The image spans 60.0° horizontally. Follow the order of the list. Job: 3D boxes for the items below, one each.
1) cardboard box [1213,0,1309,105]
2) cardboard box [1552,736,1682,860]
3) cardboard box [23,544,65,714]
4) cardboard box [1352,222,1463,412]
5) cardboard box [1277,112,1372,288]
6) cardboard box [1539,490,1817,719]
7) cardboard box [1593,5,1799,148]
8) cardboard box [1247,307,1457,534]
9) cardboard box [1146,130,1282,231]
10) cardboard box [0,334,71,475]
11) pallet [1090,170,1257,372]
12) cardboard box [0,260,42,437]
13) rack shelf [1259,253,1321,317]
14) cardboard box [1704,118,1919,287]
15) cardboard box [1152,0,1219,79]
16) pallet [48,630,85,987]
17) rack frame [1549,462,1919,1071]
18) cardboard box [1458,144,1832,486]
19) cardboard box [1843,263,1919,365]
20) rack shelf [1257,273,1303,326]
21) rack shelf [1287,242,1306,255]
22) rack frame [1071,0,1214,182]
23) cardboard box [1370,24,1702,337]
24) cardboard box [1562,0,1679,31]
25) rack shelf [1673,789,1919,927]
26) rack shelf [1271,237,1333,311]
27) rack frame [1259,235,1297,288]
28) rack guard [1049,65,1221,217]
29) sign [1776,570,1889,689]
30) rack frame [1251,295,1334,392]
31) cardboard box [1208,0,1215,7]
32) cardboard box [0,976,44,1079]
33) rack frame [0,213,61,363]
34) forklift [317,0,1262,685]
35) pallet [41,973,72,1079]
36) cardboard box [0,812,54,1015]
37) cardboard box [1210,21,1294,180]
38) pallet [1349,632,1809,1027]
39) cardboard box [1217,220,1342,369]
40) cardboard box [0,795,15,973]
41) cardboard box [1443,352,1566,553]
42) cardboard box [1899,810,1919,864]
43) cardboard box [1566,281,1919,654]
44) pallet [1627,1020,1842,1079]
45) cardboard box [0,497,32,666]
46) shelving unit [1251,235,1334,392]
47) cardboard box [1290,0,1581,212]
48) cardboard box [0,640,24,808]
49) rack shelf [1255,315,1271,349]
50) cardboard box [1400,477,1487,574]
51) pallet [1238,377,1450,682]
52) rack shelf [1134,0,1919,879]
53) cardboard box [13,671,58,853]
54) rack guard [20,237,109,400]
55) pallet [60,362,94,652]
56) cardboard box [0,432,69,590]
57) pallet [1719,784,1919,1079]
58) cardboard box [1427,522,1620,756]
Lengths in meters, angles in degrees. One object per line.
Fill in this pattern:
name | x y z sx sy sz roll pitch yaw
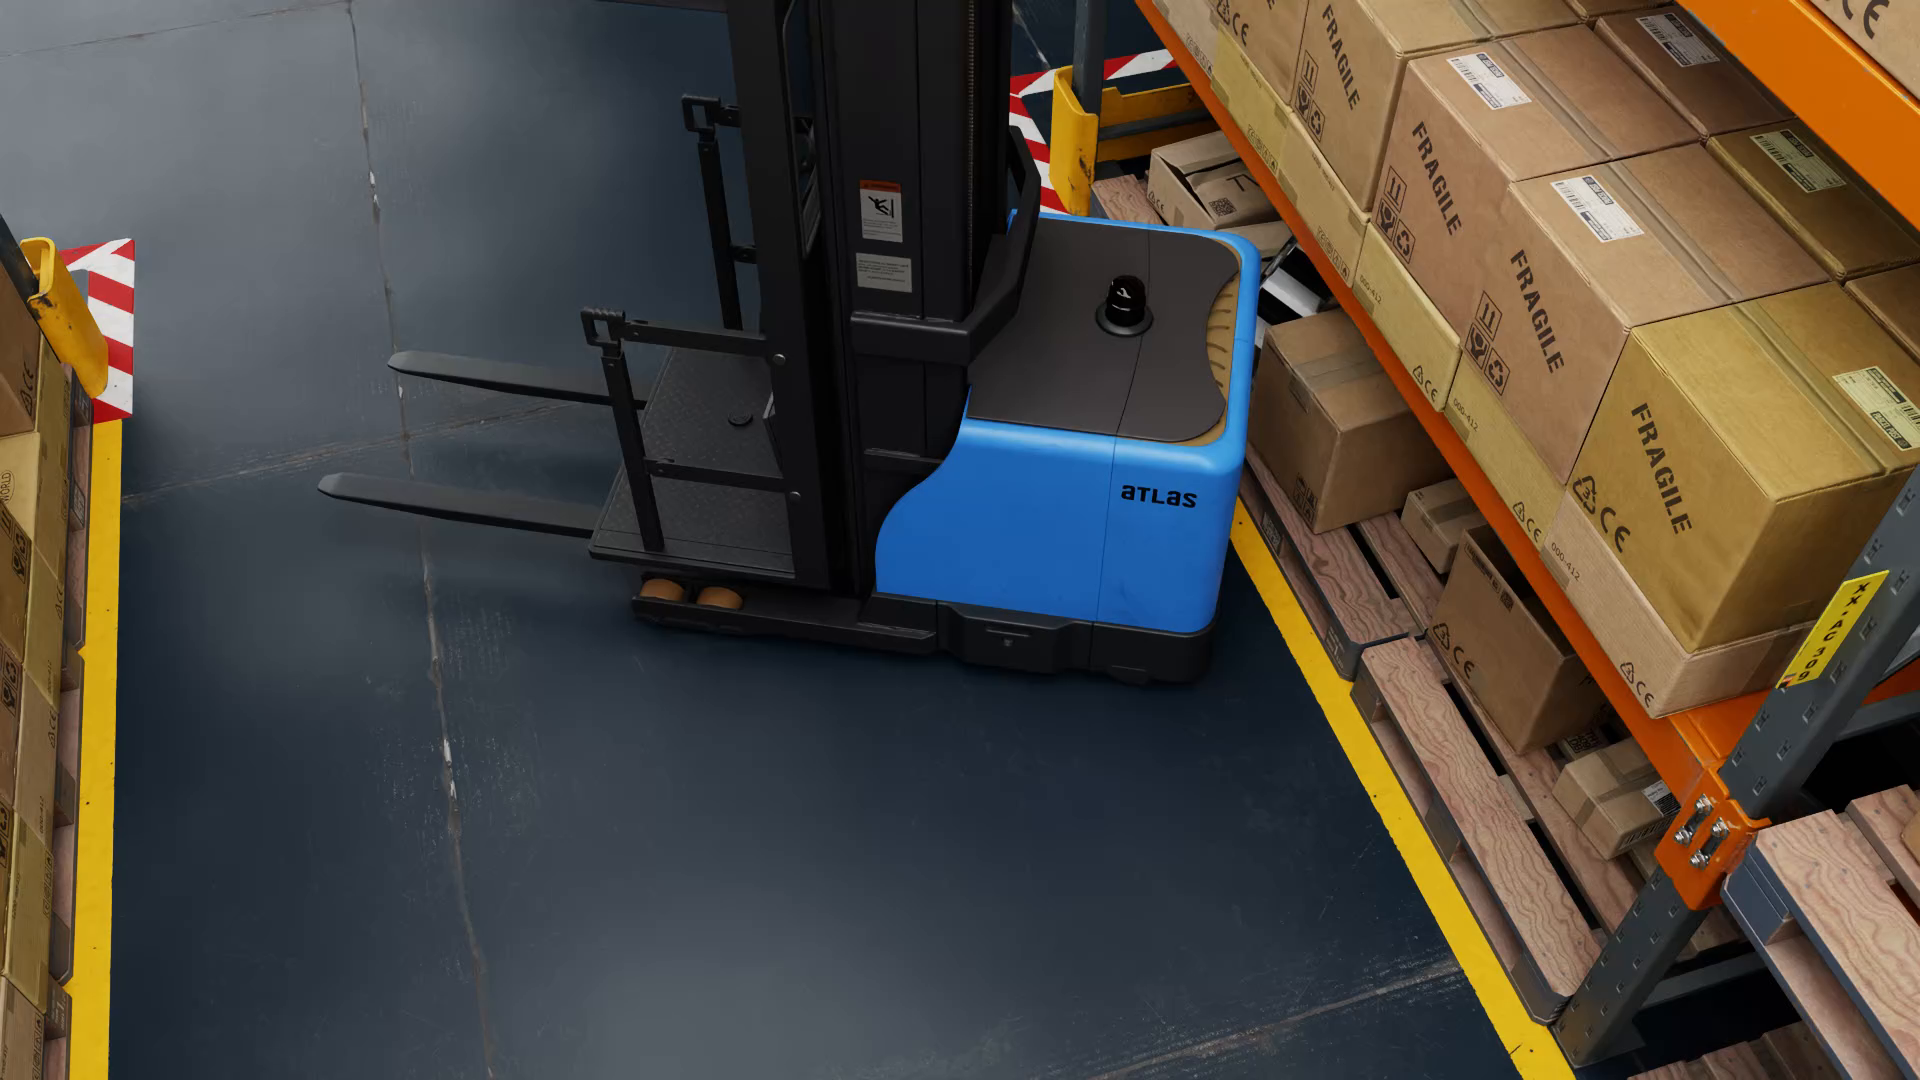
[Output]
cardboard box | 1.085 -1.642 4.767 0.500 0.500 0.500 -15 51 -12
cardboard box | 1.943 0.708 4.757 0.380 0.166 0.250 -19 53 -16
cardboard box | -3.034 0.325 5.038 0.500 0.250 0.500 -13 51 -11
cardboard box | 1.397 -0.645 4.417 0.500 0.250 0.500 -14 51 -11
cardboard box | 1.248 -1.012 4.726 0.500 0.250 0.500 -13 51 -11
cardboard box | 1.700 0.085 3.802 0.500 0.250 0.500 -13 51 -11
cardboard box | 1.899 -1.014 4.237 0.500 0.500 0.500 -12 51 -10
cardboard box | 1.403 -0.448 5.513 0.700 0.500 0.500 -16 52 -13
cardboard box | 1.066 -1.351 6.397 0.500 0.311 0.500 -19 52 -15
cardboard box | -3.343 -0.402 5.651 0.500 0.250 0.500 -13 51 -11
pallet | 1.176 -1.045 6.493 1.003 0.211 1.213 -13 51 -11
cardboard box | -3.341 -0.645 5.365 0.500 0.500 0.500 -13 51 -11
rack shelf | 1.113 -0.838 5.589 0.200 0.077 0.258 36 36 -2
cardboard box | 2.041 -0.649 3.929 0.500 0.500 0.500 -14 51 -11
cardboard box | 0.955 -1.755 5.353 0.500 0.250 0.500 -15 51 -12
pallet | -3.161 0.859 4.888 1.003 0.211 1.213 -13 51 -11
rack frame | 2.130 0.320 3.518 1.000 3.000 0.127 -13 51 -11
cardboard box | 1.542 -0.518 3.819 0.500 0.500 0.500 -14 51 -11
cardboard box | 2.191 -0.270 3.610 0.500 0.500 0.500 -14 51 -12
rack shelf | 1.069 -0.780 5.642 0.200 0.077 0.258 36 36 -2
rack shelf | 1.202 -0.954 5.484 0.200 0.077 0.258 36 36 -2
rack frame | 0.947 -2.601 5.981 1.000 3.000 0.127 -13 51 -11
cardboard box | 1.403 -0.888 4.131 0.500 0.500 0.500 -15 51 -12
cardboard box | 1.735 -1.390 4.555 0.500 0.500 0.500 -13 51 -10
rack shelf | 2.721 2.013 2.562 1.077 0.370 4.000 -13 51 -11
rack shelf | 1.157 -0.896 5.537 0.200 0.077 0.258 36 36 -2
rack frame | 1.047 -0.919 5.566 0.006 0.900 0.240 36 36 -2
rack guard | 0.970 -1.740 6.890 1.175 0.500 0.348 -13 51 -11
sign | 1.614 0.170 3.079 0.100 0.325 0.005 -13 51 -11
rack frame | 1.212 -0.800 5.573 0.006 0.900 0.240 36 36 -2
cardboard box | 0.938 -2.021 5.086 0.500 0.500 0.500 -13 51 -11
cardboard box | -2.592 1.421 4.114 0.500 0.250 0.500 -13 51 -11
rack frame | -3.784 -1.478 5.034 1.000 3.000 0.127 -13 51 -11
forklift | -0.620 -1.027 4.699 3.031 2.935 1.130 8 50 6
pallet | -2.796 1.752 4.135 1.003 0.211 1.213 -13 51 -11
cardboard box | -2.734 1.054 4.423 0.500 0.250 0.500 -13 51 -11
cardboard box | 1.100 -1.381 5.038 0.500 0.250 0.500 -14 51 -12
pallet | 1.898 0.737 4.991 1.003 0.211 1.213 -13 51 -11
cardboard box | 1.234 -0.934 6.046 0.500 0.311 0.500 -10 51 -8
cardboard box | -2.735 0.813 4.136 0.500 0.500 0.500 -13 51 -11
cardboard box | 1.561 -0.281 4.110 0.500 0.250 0.500 -13 51 -11
cardboard box | 2.248 0.526 2.992 0.700 0.500 0.500 -13 51 -11
cardboard box | 1.695 -0.155 3.513 0.500 0.500 0.500 -13 51 -11
pallet | 2.362 1.788 4.105 1.003 0.211 1.213 -13 51 -11
cardboard box | -3.031 0.082 4.752 0.500 0.500 0.500 -13 51 -11
shelving unit | 1.129 -0.859 5.570 0.210 0.900 0.258 36 36 -2
cardboard box | 1.249 -1.268 4.451 0.500 0.500 0.500 -12 51 -10
cardboard box | -2.885 0.448 4.444 0.500 0.500 0.500 -13 51 -11
rack shelf | 1.024 -0.722 5.694 0.200 0.077 0.258 36 36 -2
cardboard box | 1.676 -0.075 5.428 0.380 0.149 0.250 -17 52 -14
pallet | 1.533 -0.156 5.743 1.003 0.211 1.213 -13 51 -11
rack shelf | 1.539 -0.908 5.024 1.077 0.370 4.000 -13 51 -11
cardboard box | -2.888 0.690 4.730 0.500 0.250 0.500 -13 51 -11
rack guard | -3.791 -0.690 6.005 1.175 0.500 0.348 -13 51 -11
pallet | -3.518 -0.030 5.638 1.003 0.211 1.213 -13 51 -11
cardboard box | -3.184 -0.040 5.346 0.500 0.250 0.500 -13 51 -11
pallet | 2.217 0.973 3.093 1.003 0.211 1.213 -13 51 -11
cardboard box | 1.785 0.235 4.937 0.500 0.500 0.500 -17 52 -14
